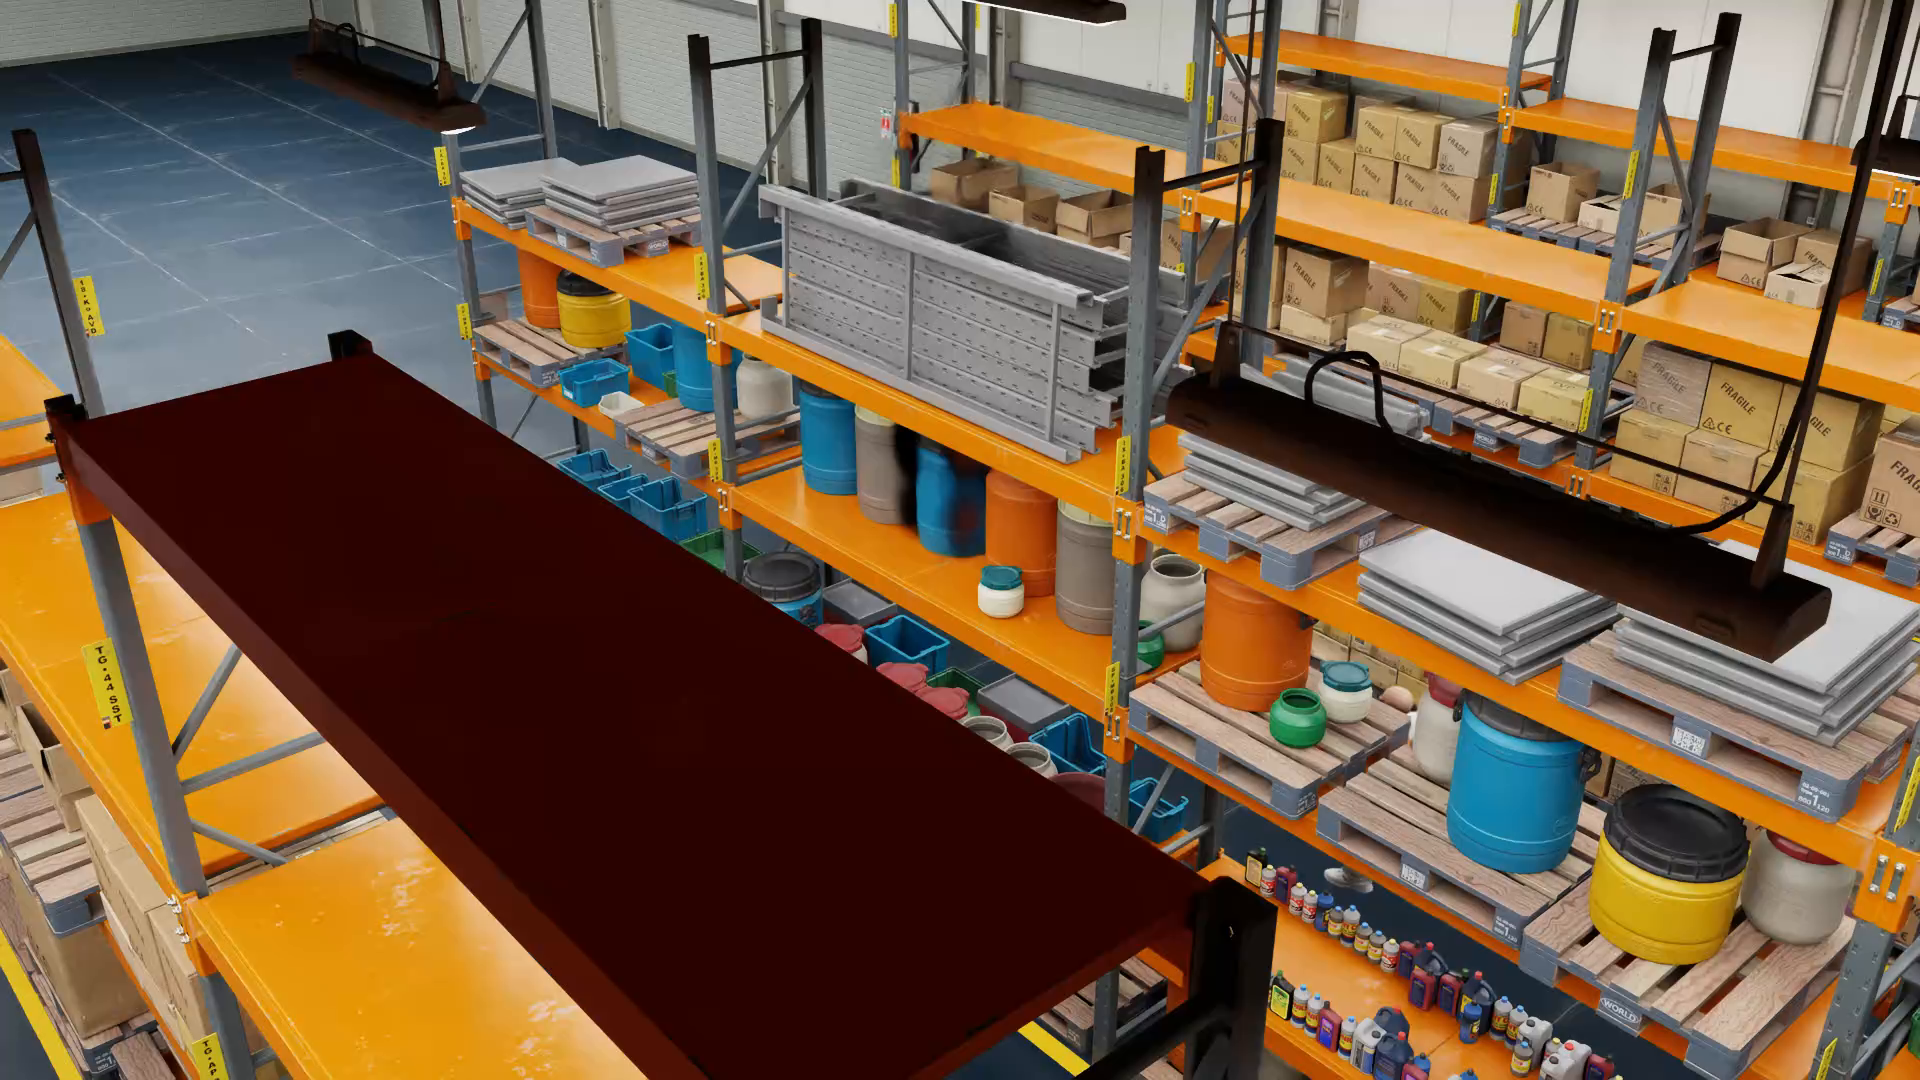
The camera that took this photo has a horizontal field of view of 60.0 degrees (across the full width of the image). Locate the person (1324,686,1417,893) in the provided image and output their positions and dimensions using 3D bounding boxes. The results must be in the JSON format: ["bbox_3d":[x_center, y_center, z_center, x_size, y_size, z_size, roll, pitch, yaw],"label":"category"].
[{"bbox_3d":[2.960,1.783,11.535,0.782,1.755,0.710,20,33,34],"label":"person"}]

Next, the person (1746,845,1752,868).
[{"bbox_3d":[4.853,2.631,10.504,0.675,1.721,0.703,20,33,34],"label":"person"}]
